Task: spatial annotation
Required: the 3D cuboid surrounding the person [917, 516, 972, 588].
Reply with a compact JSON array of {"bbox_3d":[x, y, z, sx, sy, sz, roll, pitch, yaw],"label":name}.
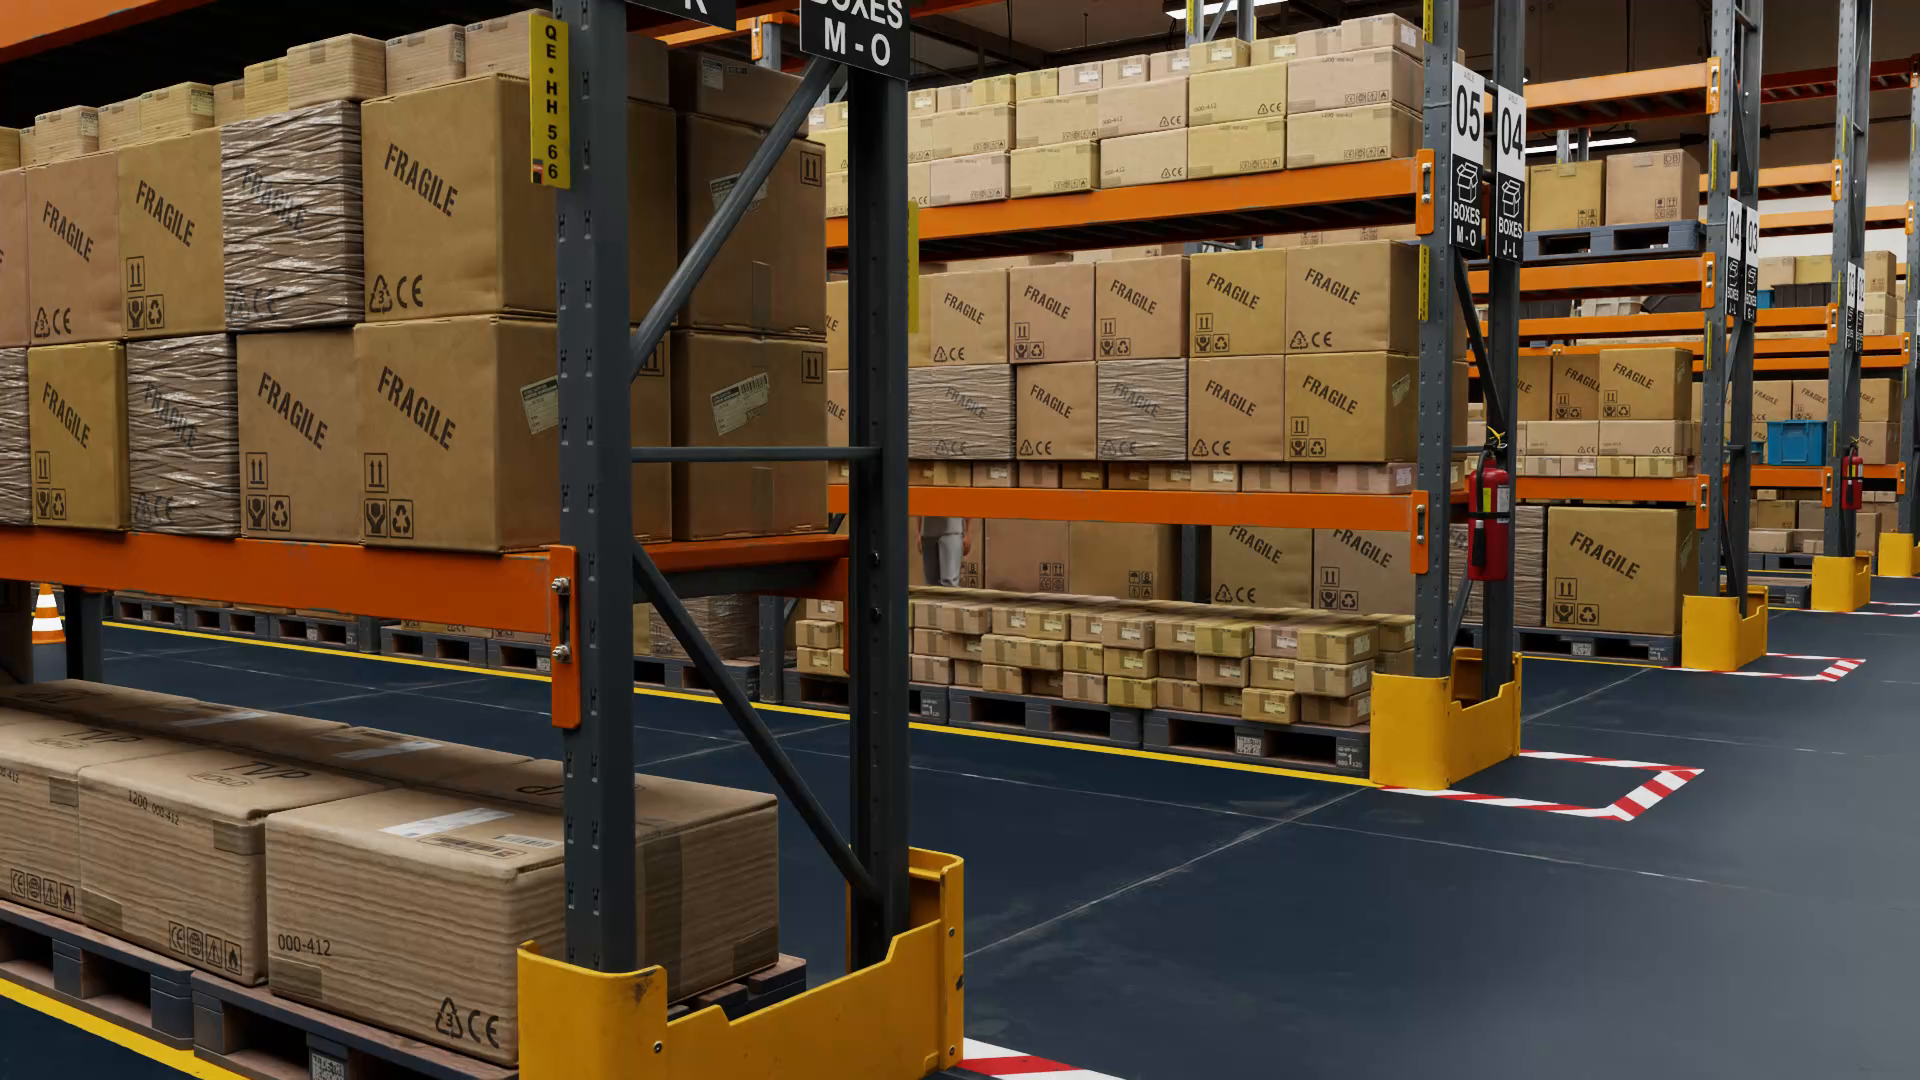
[{"bbox_3d":[-0.137,-0.029,12.624,0.470,1.664,0.759,2,4,31],"label":"person"}]
